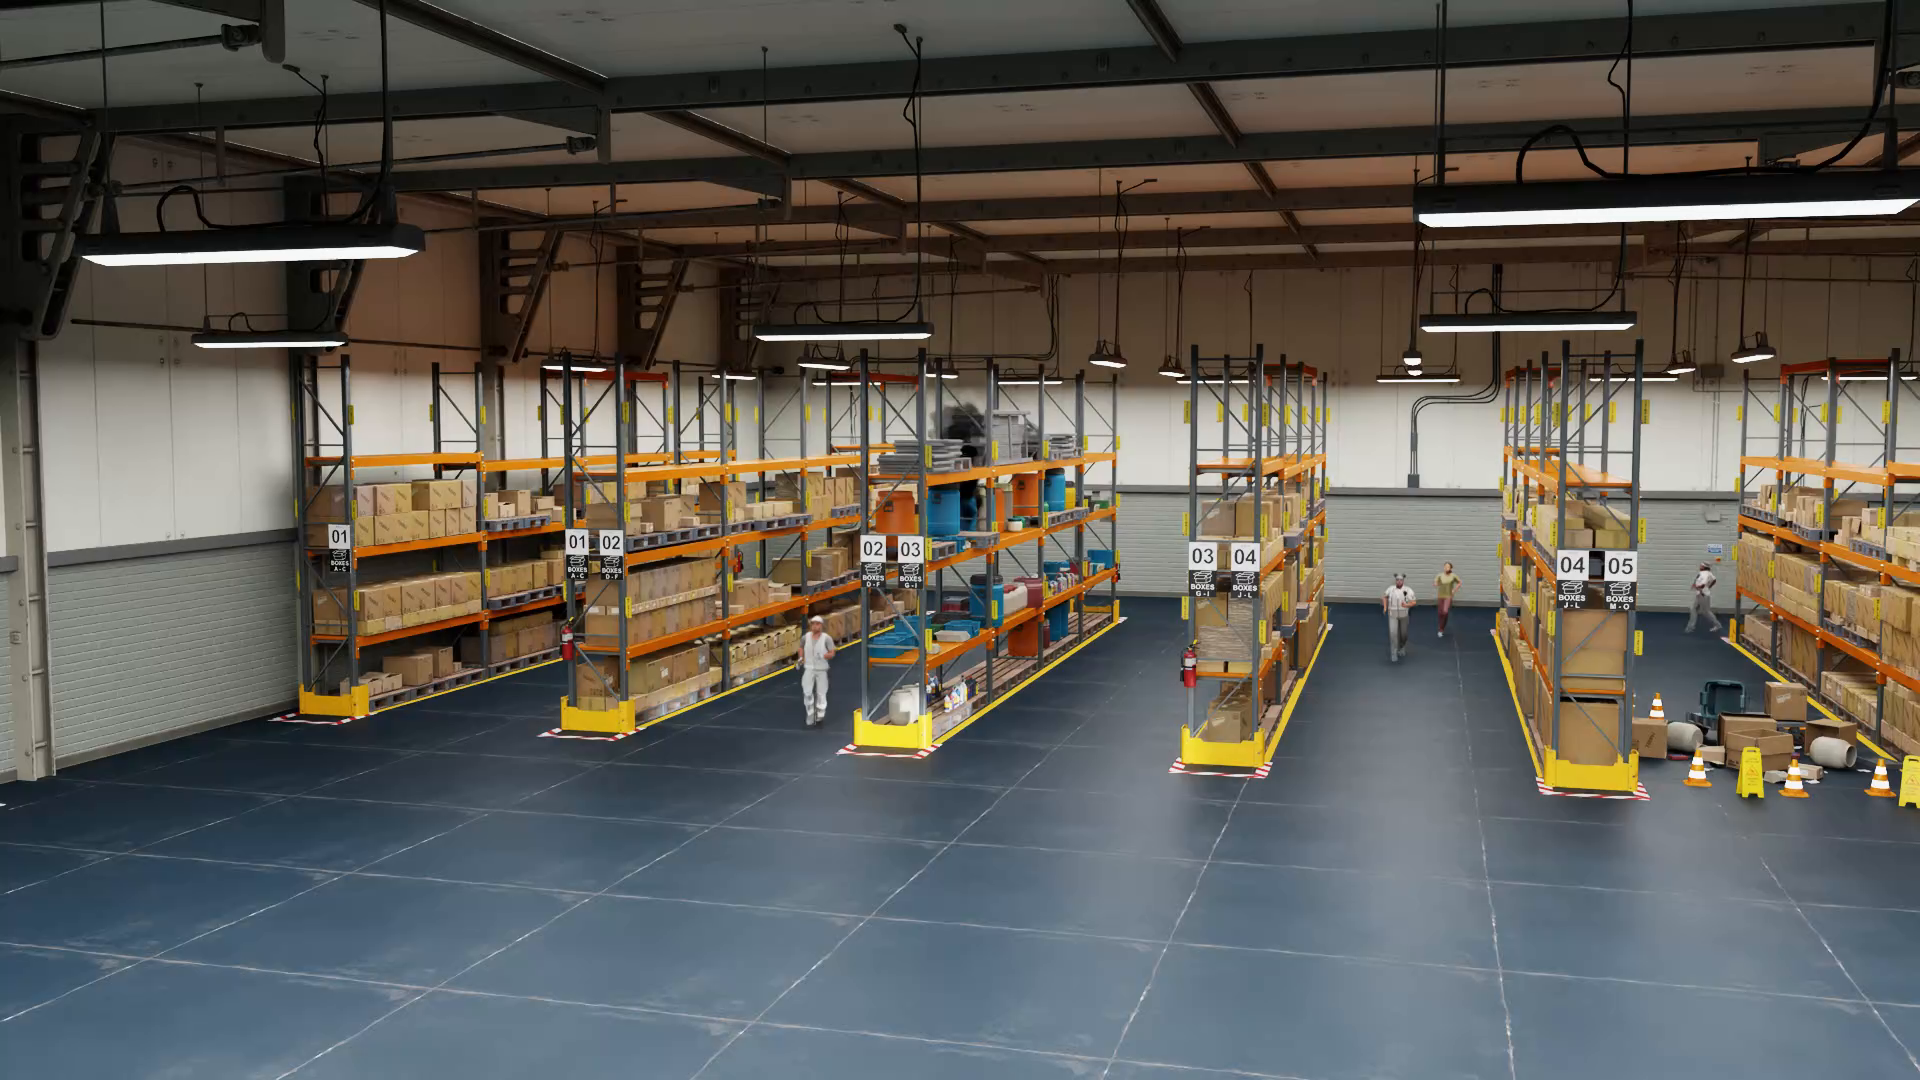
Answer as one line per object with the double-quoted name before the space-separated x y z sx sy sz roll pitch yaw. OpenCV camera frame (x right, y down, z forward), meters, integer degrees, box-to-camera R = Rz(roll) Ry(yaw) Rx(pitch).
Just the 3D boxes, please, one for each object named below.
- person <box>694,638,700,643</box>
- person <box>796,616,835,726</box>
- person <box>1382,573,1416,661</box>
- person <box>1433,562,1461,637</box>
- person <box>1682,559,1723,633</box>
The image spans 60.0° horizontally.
"person" -5.511 1.581 34.797 0.561 1.619 0.588 0 4 7
"person" -2.324 2.106 26.716 0.648 1.772 0.688 0 4 4
"person" 8.968 1.547 33.990 0.677 1.761 0.963 1 4 16
"person" 11.040 1.349 37.744 0.580 1.725 0.719 3 5 32
"person" 17.015 1.312 38.044 0.847 1.746 0.617 2 5 21
